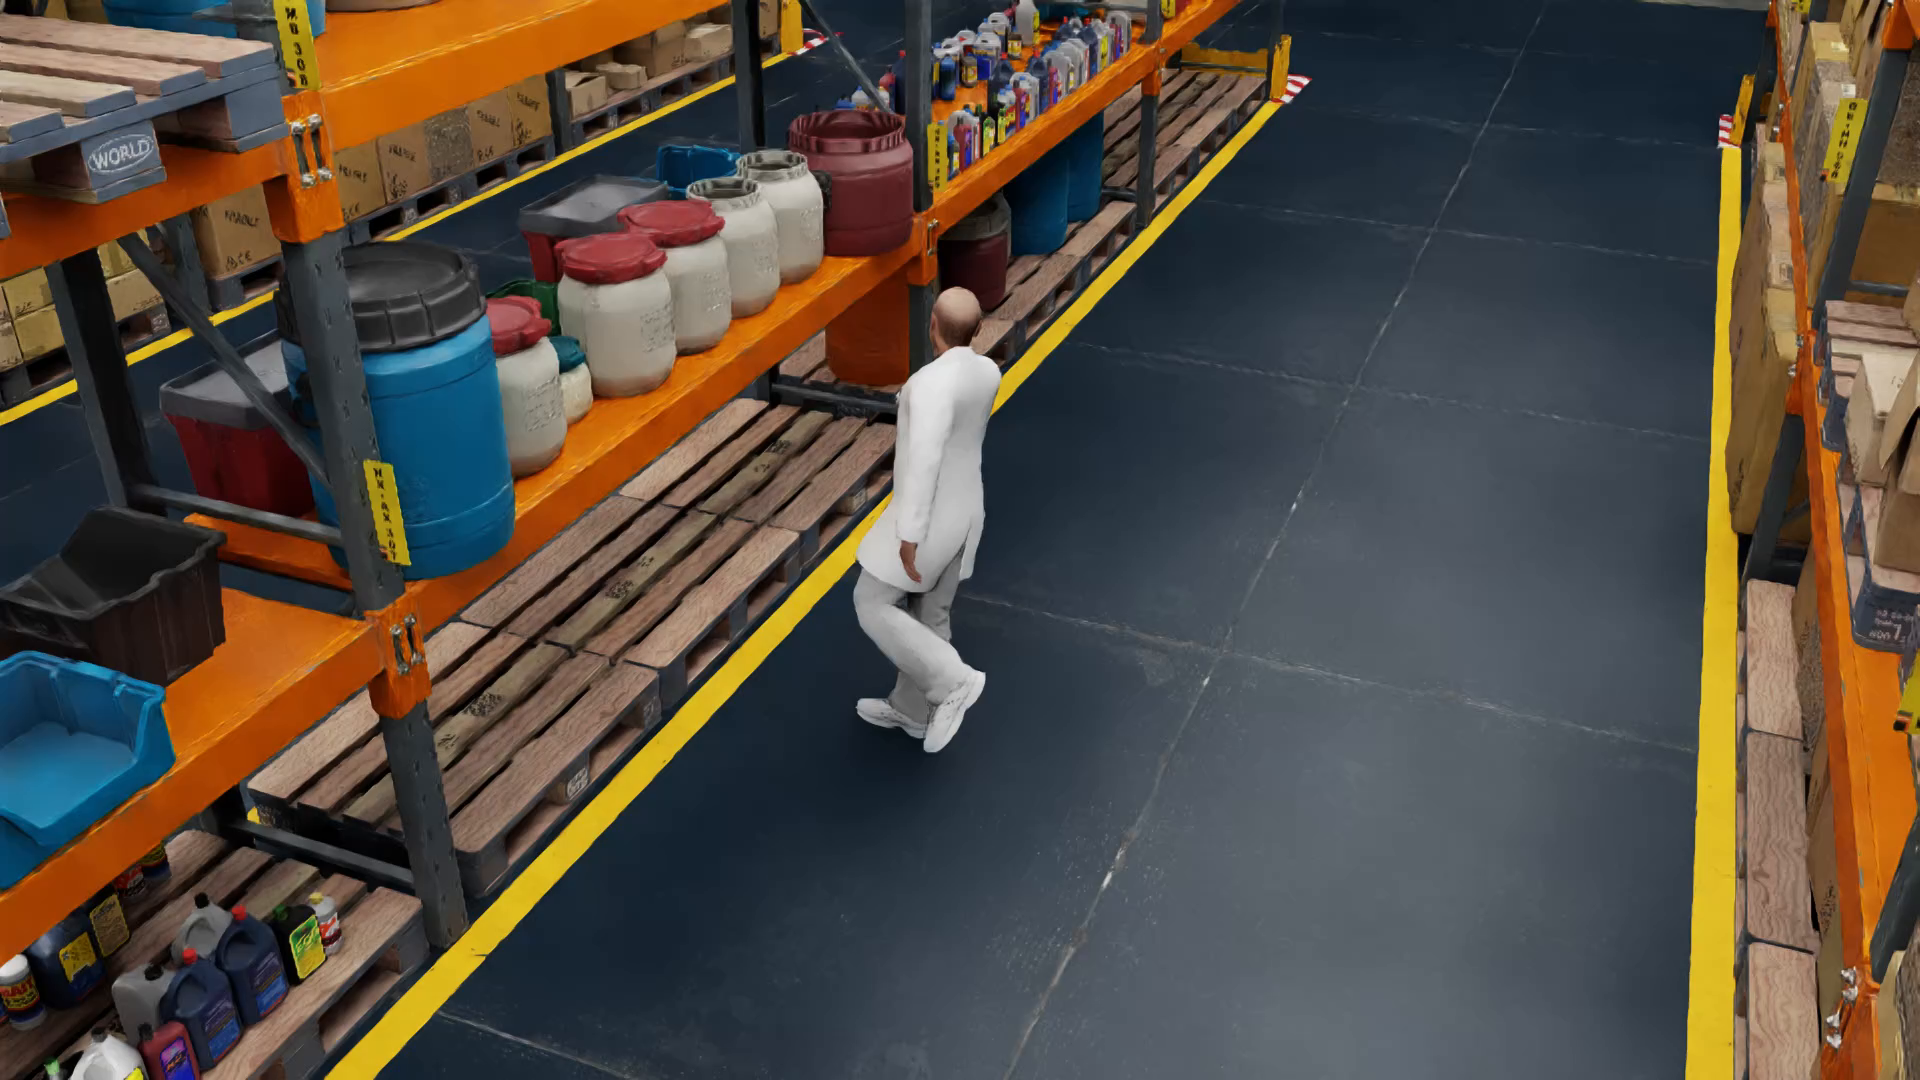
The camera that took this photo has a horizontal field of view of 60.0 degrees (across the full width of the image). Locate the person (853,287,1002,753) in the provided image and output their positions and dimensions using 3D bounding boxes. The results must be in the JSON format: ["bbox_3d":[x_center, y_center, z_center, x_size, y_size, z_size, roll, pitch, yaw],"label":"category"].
[{"bbox_3d":[-0.080,-0.063,6.271,0.607,1.742,0.740,15,32,24],"label":"person"}]
